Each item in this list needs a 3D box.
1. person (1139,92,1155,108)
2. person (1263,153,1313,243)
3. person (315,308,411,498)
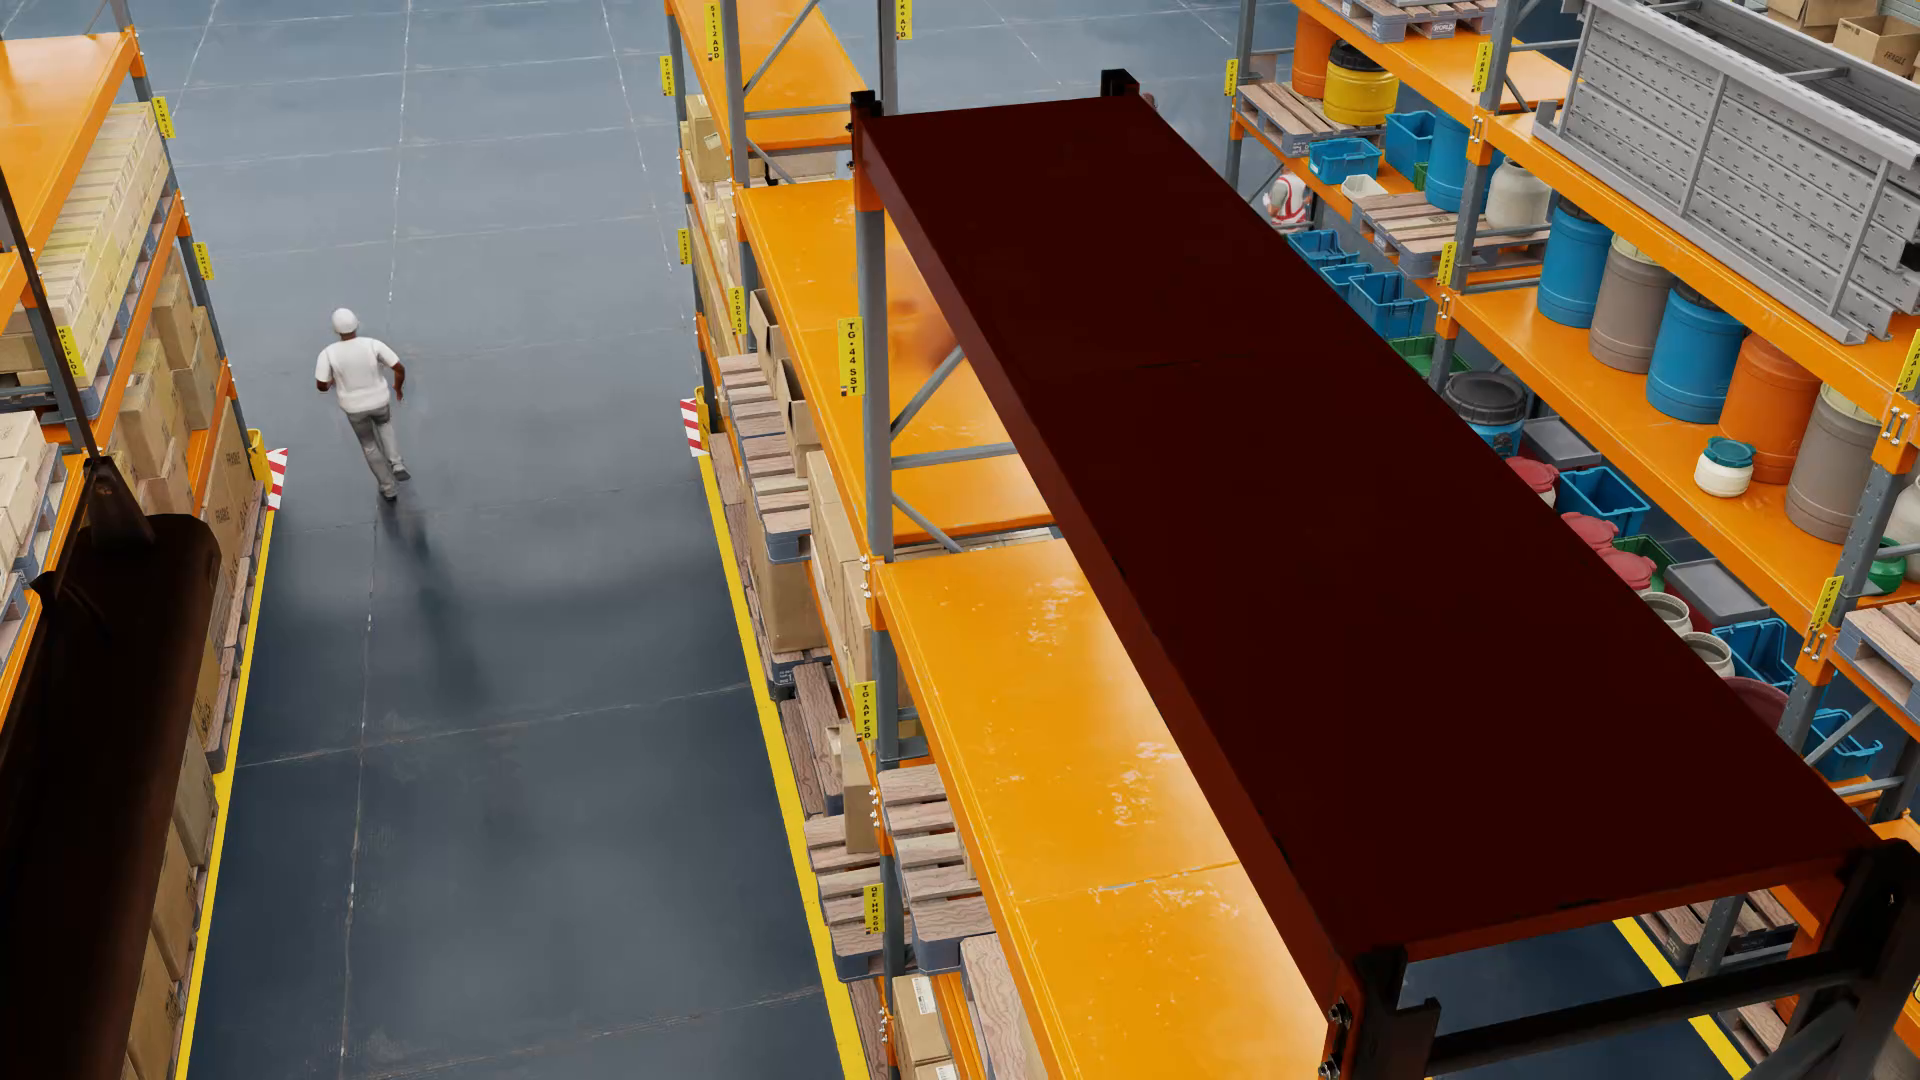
[{"bbox_3d":[2.044,-4.420,19.177,0.512,1.552,0.507,6,35,8],"label":"person"},{"bbox_3d":[3.422,-3.221,17.263,0.834,1.804,0.731,22,40,29],"label":"person"},{"bbox_3d":[-5.137,-1.217,14.325,0.703,1.728,0.609,-17,38,-24],"label":"person"}]
